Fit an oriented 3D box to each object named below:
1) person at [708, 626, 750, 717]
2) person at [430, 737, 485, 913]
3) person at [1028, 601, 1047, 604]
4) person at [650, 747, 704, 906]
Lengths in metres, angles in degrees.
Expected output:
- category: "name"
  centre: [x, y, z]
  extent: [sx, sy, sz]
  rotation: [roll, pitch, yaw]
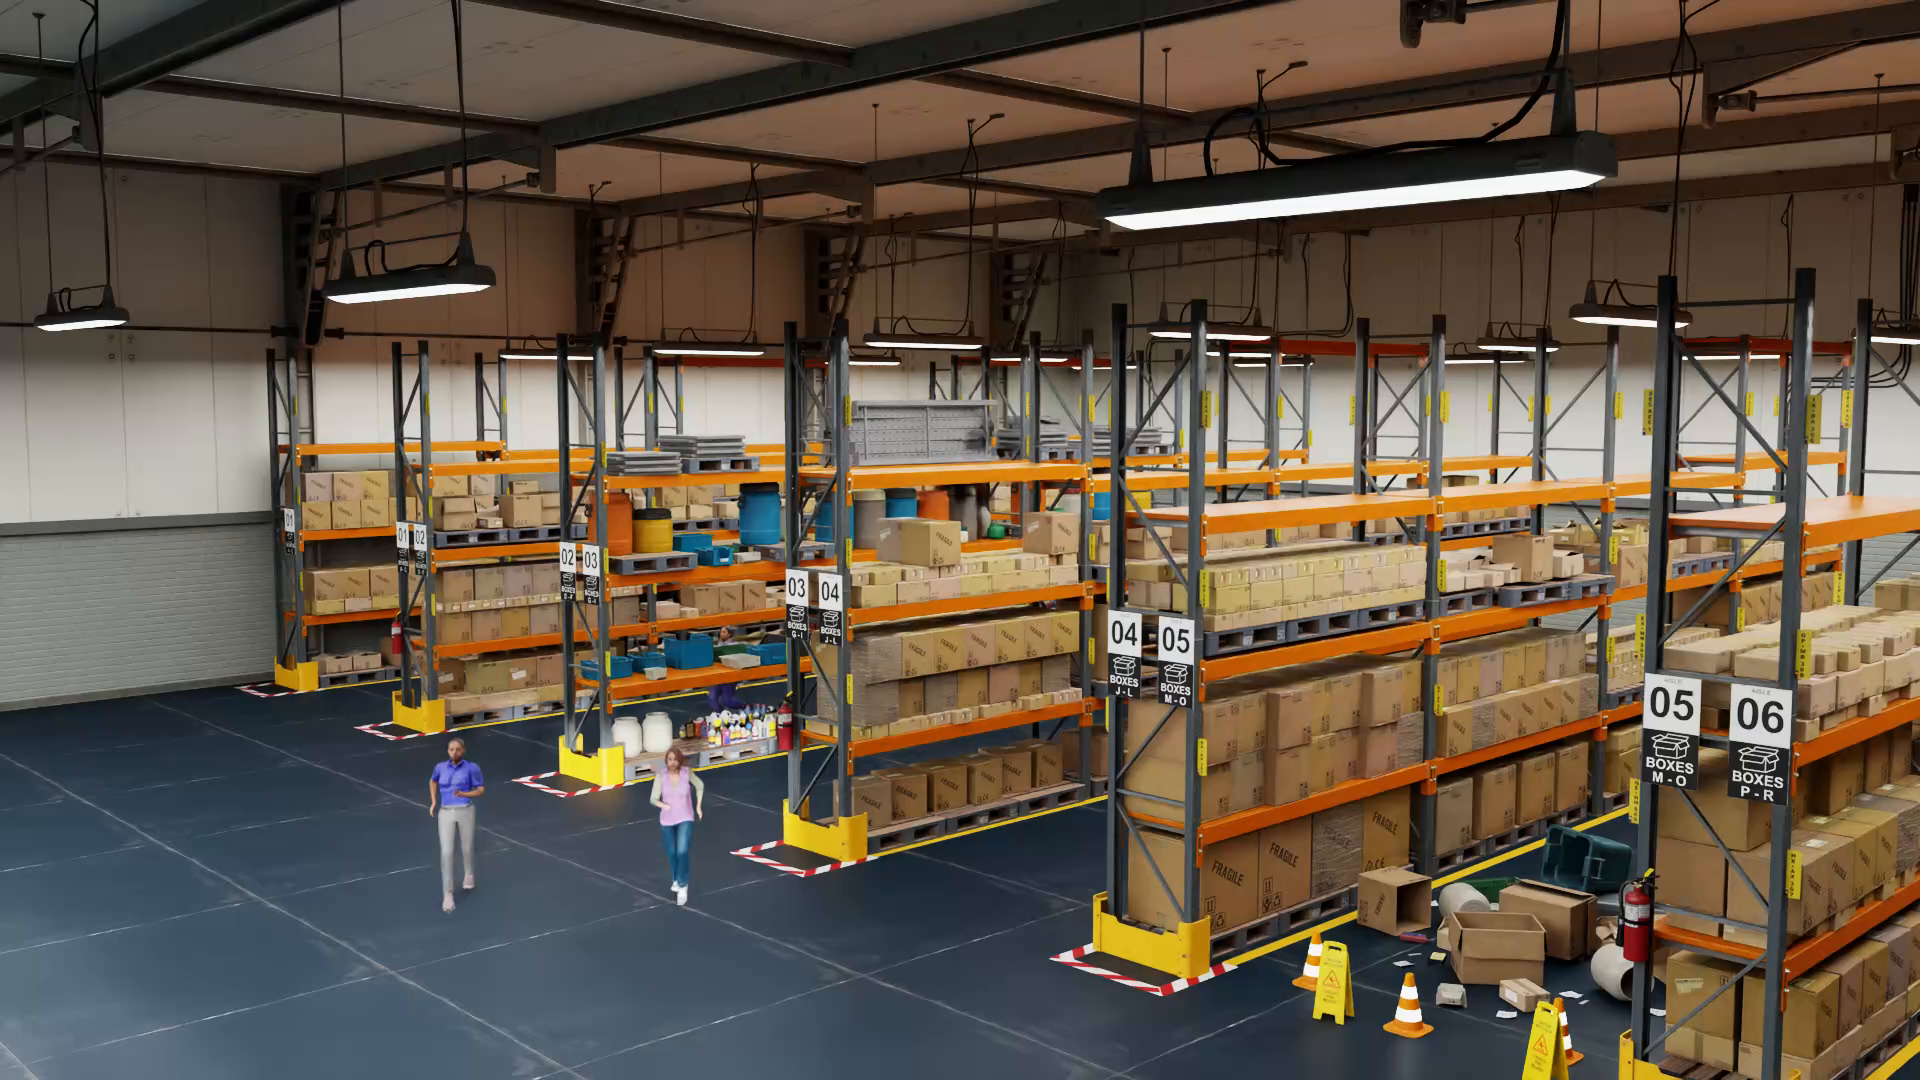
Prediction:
- category: "person"
  centre: [-3.629, 2.126, 25.902]
  extent: [0.613, 1.599, 0.688]
  rotation: [4, 7, 41]
- category: "person"
  centre: [-5.145, 2.856, 17.026]
  extent: [0.562, 1.690, 0.863]
  rotation: [-1, 5, -12]
- category: "person"
  centre: [1.454, 1.559, 32.424]
  extent: [0.619, 1.682, 0.947]
  rotation: [4, 6, 40]
- category: "person"
  centre: [-2.889, 2.903, 16.957]
  extent: [0.503, 1.620, 0.761]
  rotation: [0, 5, -1]
